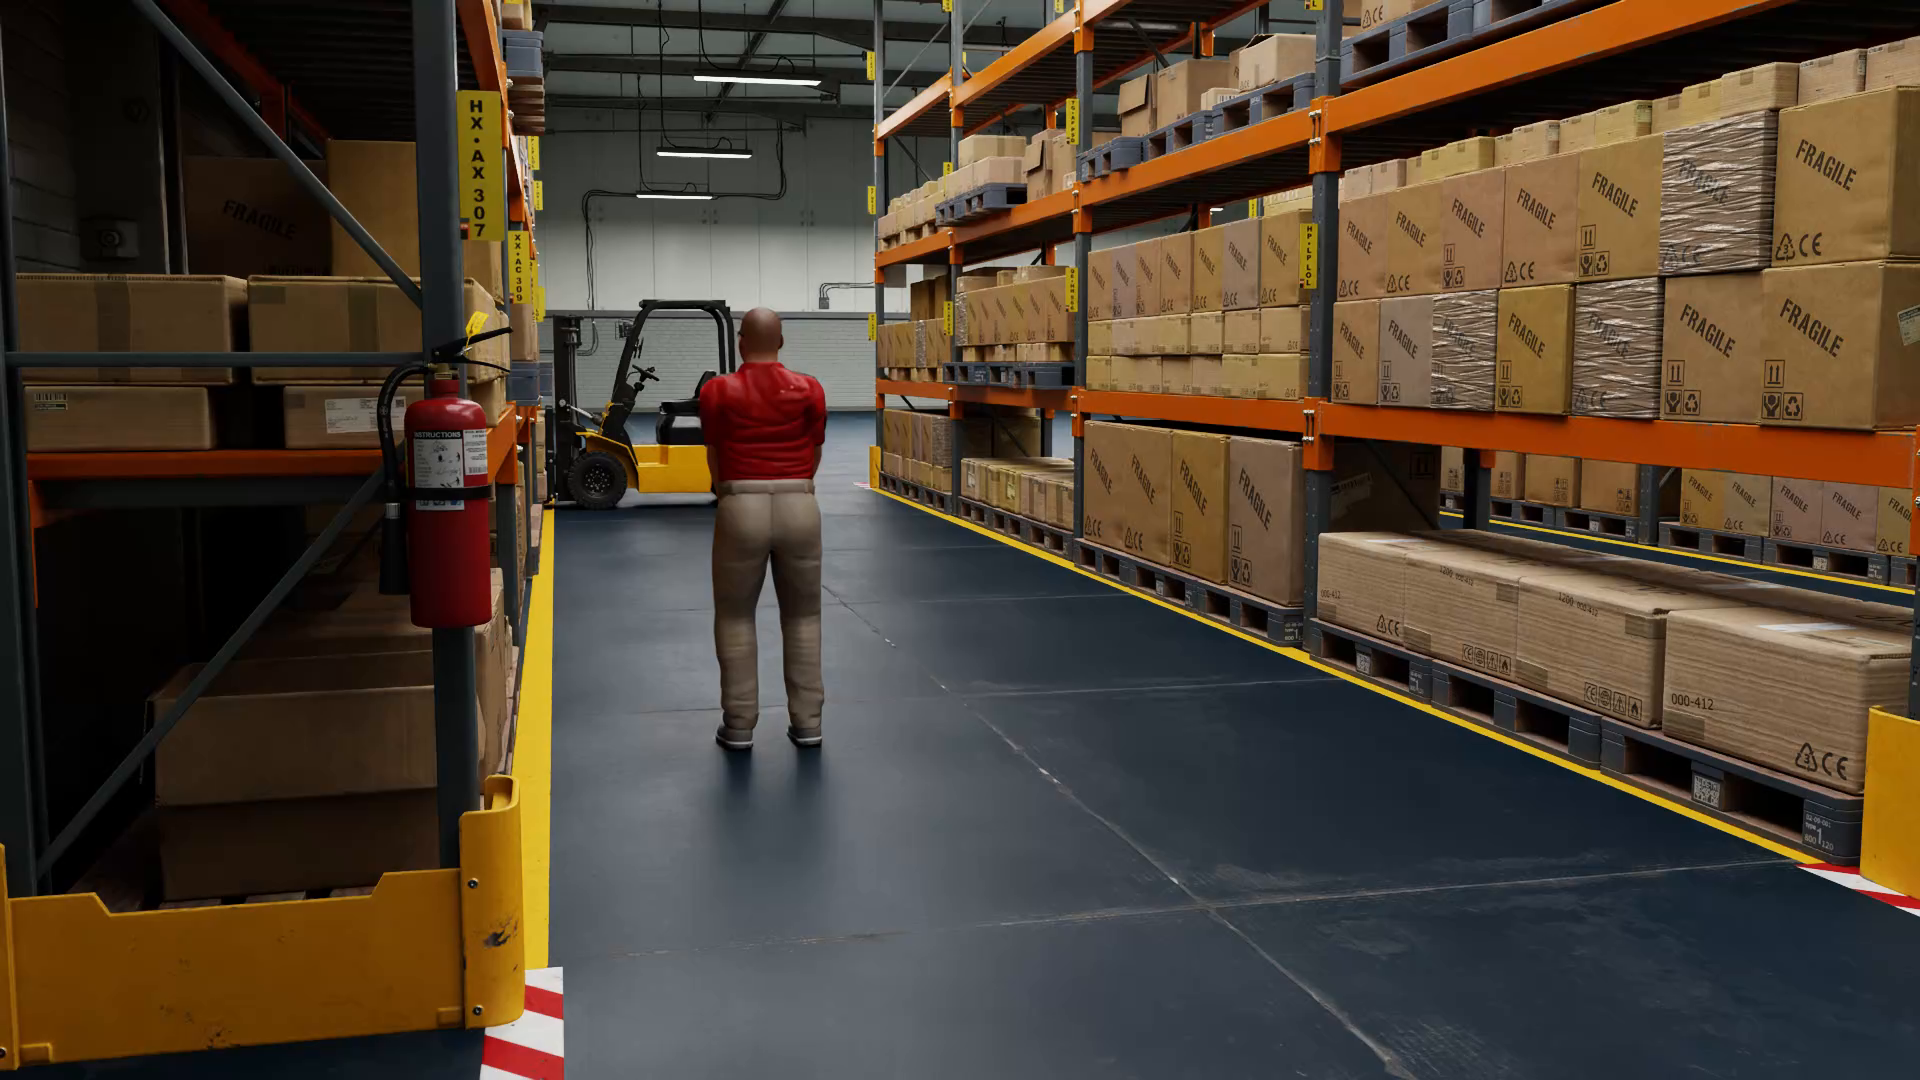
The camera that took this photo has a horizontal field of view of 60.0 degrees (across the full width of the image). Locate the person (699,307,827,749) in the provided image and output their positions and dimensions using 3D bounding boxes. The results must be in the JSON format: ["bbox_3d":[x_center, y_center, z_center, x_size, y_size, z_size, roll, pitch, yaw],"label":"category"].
[{"bbox_3d":[-0.787,-0.054,6.596,0.495,1.715,0.530,-1,6,-13],"label":"person"}]
